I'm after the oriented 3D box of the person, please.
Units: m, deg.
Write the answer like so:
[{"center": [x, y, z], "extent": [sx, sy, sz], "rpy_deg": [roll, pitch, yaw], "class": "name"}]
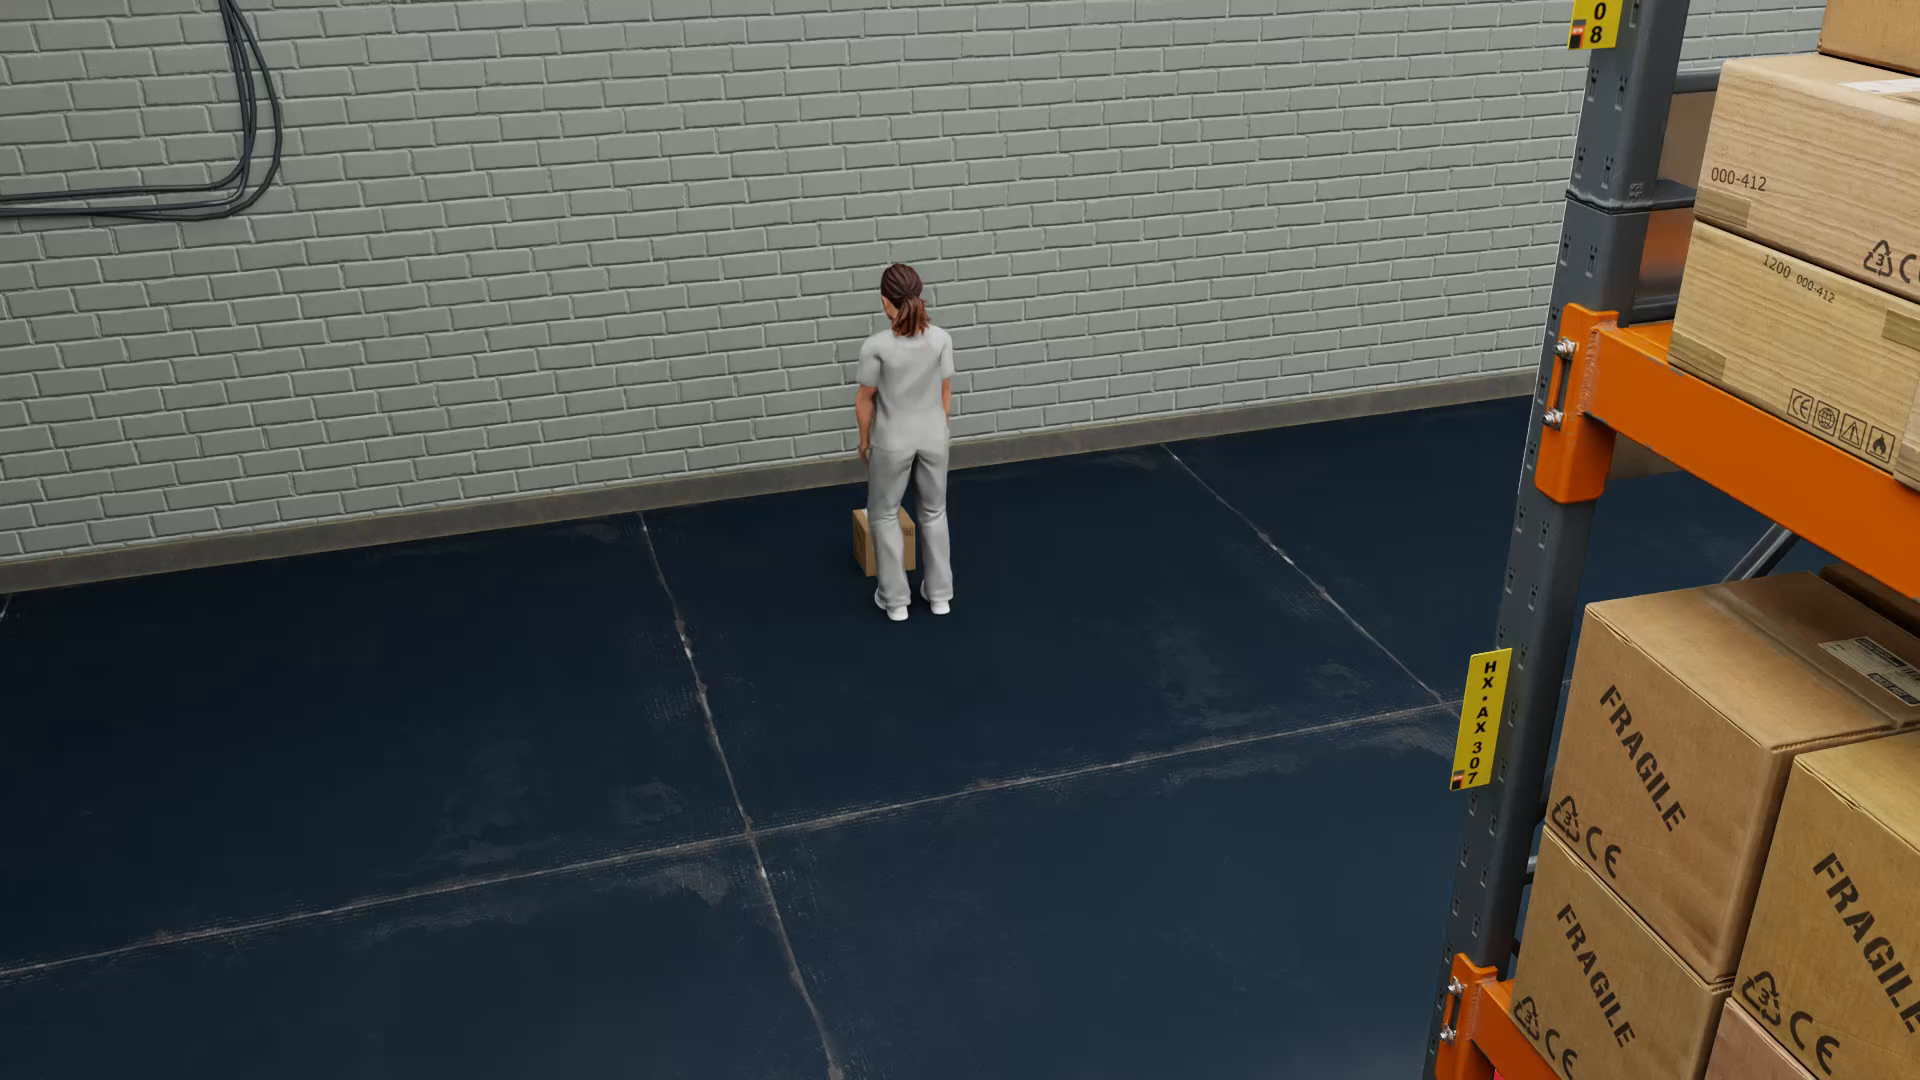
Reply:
[{"center": [-0.244, -0.421, 7.483], "extent": [0.447, 1.665, 0.353], "rpy_deg": [-8, 27, -15], "class": "person"}]
